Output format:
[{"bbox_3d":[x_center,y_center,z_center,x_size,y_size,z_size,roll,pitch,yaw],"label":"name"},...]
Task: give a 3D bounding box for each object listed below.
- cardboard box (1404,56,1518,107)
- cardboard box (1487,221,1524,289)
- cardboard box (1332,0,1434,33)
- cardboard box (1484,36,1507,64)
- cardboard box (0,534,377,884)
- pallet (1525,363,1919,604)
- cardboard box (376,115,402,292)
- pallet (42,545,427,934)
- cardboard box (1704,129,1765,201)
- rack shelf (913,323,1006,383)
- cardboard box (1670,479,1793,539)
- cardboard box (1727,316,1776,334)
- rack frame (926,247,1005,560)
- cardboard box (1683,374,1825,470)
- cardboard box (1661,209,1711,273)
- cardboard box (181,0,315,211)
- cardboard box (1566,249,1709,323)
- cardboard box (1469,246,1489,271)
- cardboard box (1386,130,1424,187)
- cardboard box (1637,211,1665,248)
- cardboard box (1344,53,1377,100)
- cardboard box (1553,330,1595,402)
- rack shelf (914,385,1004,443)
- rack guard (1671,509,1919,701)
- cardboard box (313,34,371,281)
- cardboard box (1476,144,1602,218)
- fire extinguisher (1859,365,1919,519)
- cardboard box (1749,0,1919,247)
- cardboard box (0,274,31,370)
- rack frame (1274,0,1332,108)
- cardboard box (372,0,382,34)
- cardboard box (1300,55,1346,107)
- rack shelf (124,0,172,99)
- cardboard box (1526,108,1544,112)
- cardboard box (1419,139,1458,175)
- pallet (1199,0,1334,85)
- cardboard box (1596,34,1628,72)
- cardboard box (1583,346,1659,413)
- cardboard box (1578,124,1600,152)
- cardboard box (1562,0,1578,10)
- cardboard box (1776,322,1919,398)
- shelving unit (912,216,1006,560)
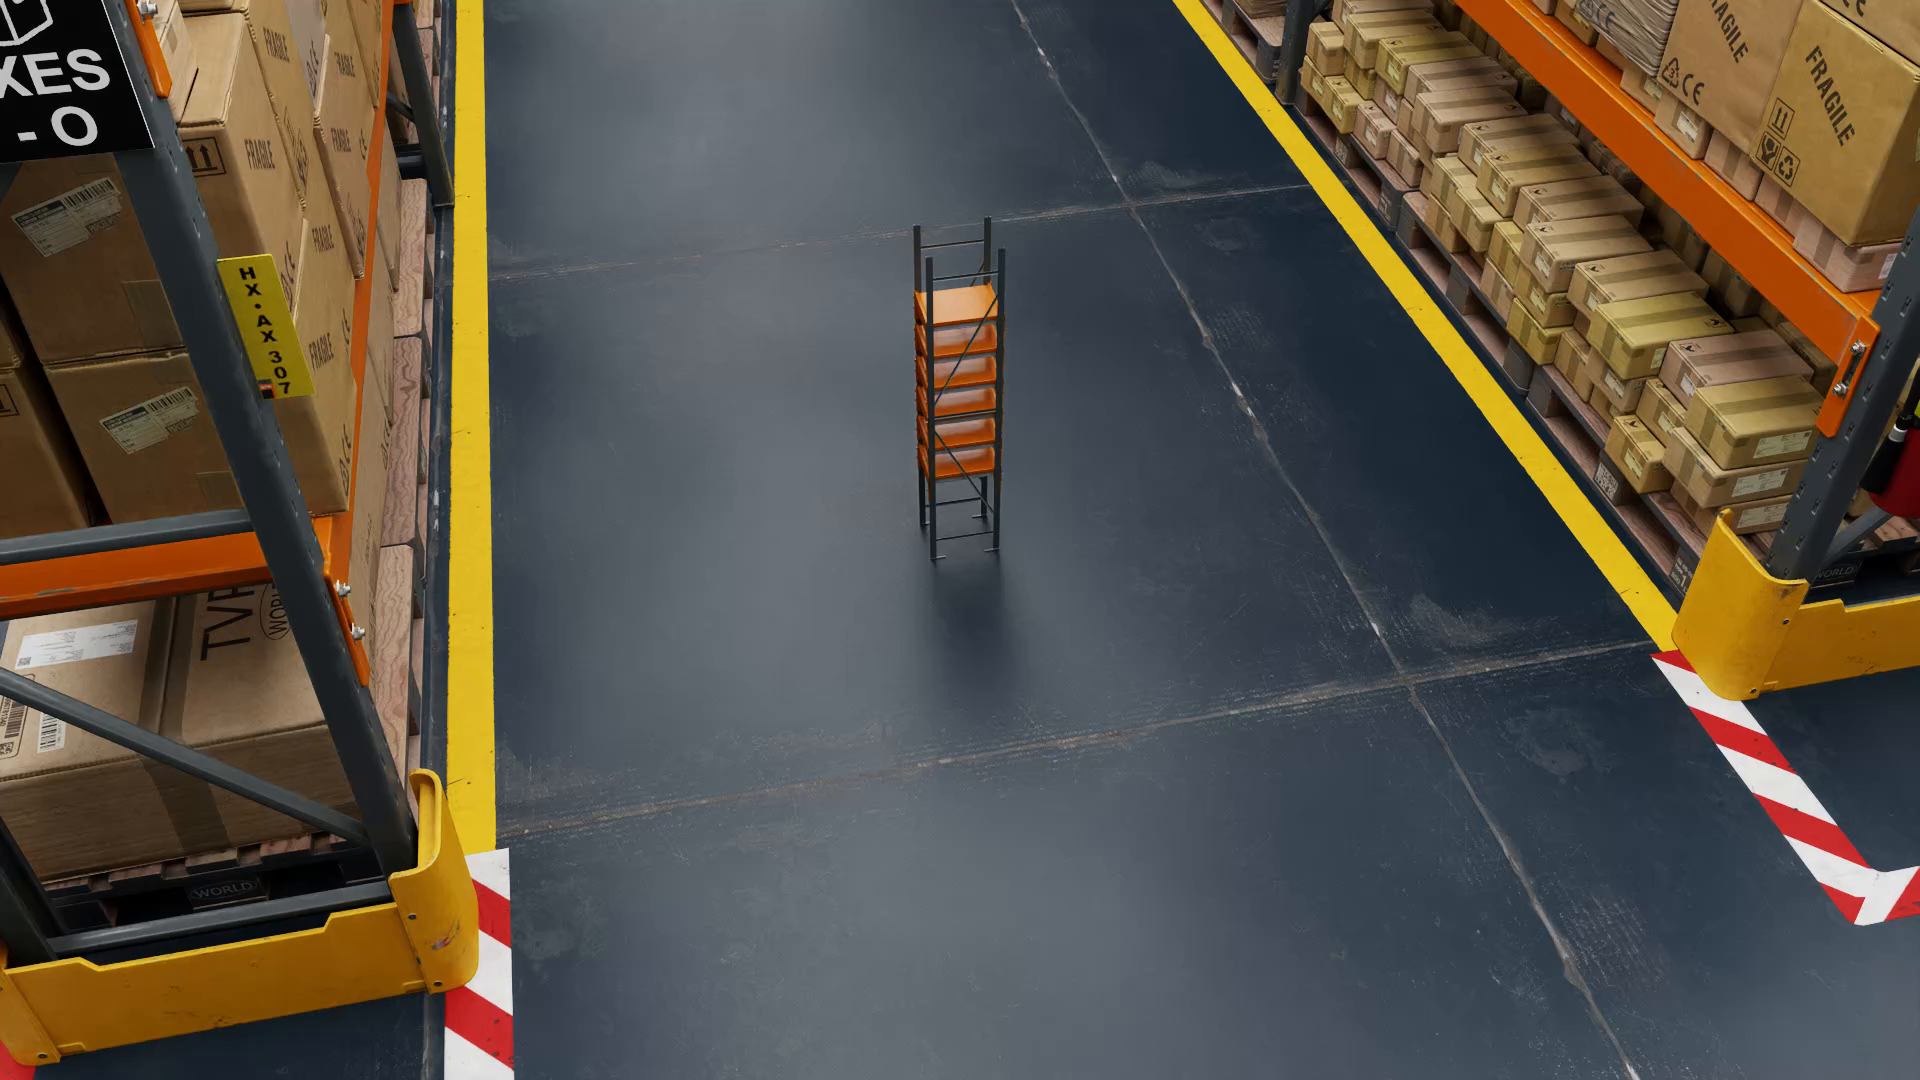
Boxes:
[{"bbox_3d":[2.110,-1.900,7.014,0.380,0.149,0.250,-9,42,-10],"label":"cardboard box"},{"bbox_3d":[2.250,-1.099,6.336,0.380,0.149,0.250,-6,42,-7],"label":"cardboard box"},{"bbox_3d":[1.927,-2.410,7.589,0.380,0.149,0.250,-7,42,-8],"label":"cardboard box"},{"bbox_3d":[2.540,-2.149,7.295,0.380,0.149,0.250,-9,42,-10],"label":"cardboard box"},{"bbox_3d":[-2.133,0.406,4.647,0.875,0.438,0.875,-10,43,-11],"label":"cardboard box"},{"bbox_3d":[2.761,-0.295,5.923,1.003,0.211,1.213,-8,42,-9],"label":"pallet"},{"bbox_3d":[-2.726,-1.351,6.627,0.875,0.438,0.875,-9,42,-10],"label":"cardboard box"},{"bbox_3d":[-2.142,0.554,4.967,1.003,0.211,1.213,-8,42,-9],"label":"pallet"},{"bbox_3d":[2.486,-1.161,4.987,0.380,0.149,0.250,-9,42,-10],"label":"cardboard box"},{"bbox_3d":[-0.003,-0.604,5.232,0.258,0.103,0.180,-8,42,-9],"label":"rack shelf"},{"bbox_3d":[2.601,-0.159,5.501,0.380,0.149,0.250,-8,42,-9],"label":"cardboard box"},{"bbox_3d":[2.913,-0.667,5.849,0.380,0.149,0.250,-8,42,-9],"label":"cardboard box"},{"bbox_3d":[0.017,-0.399,5.295,0.240,1.200,0.006,-8,42,-9],"label":"rack frame"},{"bbox_3d":[2.557,-0.377,5.298,0.380,0.149,0.250,-8,42,-9],"label":"cardboard box"},{"bbox_3d":[2.846,-1.132,6.148,0.380,0.149,0.250,-7,42,-8],"label":"cardboard box"},{"bbox_3d":[-1.837,-1.079,3.878,0.500,0.500,0.500,-9,42,-10],"label":"cardboard box"},{"bbox_3d":[2.385,-0.875,5.859,0.380,0.149,0.250,-10,43,-11],"label":"cardboard box"},{"bbox_3d":[2.271,-1.164,6.633,0.380,0.149,0.250,-7,42,-8],"label":"cardboard box"},{"bbox_3d":[2.085,-1.675,7.209,0.380,0.149,0.250,-9,42,-10],"label":"cardboard box"},{"bbox_3d":[2.714,-1.177,6.424,0.380,0.149,0.250,-6,42,-7],"label":"cardboard box"},{"bbox_3d":[1.963,-2.120,7.486,0.380,0.149,0.250,-8,42,-9],"label":"cardboard box"},{"bbox_3d":[2.408,-0.653,6.057,0.380,0.149,0.250,-8,42,-9],"label":"cardboard box"},{"bbox_3d":[-0.003,-0.425,5.392,0.258,0.103,0.180,-8,42,-9],"label":"rack shelf"},{"bbox_3d":[2.902,0.129,5.228,1.175,0.500,0.348,-8,42,-9],"label":"rack guard"},{"bbox_3d":[-1.945,-1.028,4.573,0.500,0.500,0.500,-9,42,-10],"label":"cardboard box"},{"bbox_3d":[2.239,-1.393,6.443,0.380,0.149,0.250,-8,42,-9],"label":"cardboard box"},{"bbox_3d":[2.522,-0.359,4.234,0.296,0.674,0.183,-8,42,-9],"label":"fire extinguisher"},{"bbox_3d":[2.570,-1.160,4.498,0.500,0.500,0.500,-8,42,-8],"label":"cardboard box"},{"bbox_3d":[-2.230,-0.672,3.419,0.500,0.500,0.500,-7,42,-8],"label":"cardboard box"},{"bbox_3d":[2.055,-3.350,7.264,1.000,3.000,0.127,-8,42,-9],"label":"rack frame"},{"bbox_3d":[-2.290,-2.016,5.686,0.500,0.500,0.500,-9,42,-10],"label":"cardboard box"},{"bbox_3d":[1.820,-2.159,7.753,0.380,0.149,0.250,-10,43,-11],"label":"cardboard box"},{"bbox_3d":[-2.325,-2.131,4.174,1.077,0.370,4.000,-8,42,-9],"label":"rack shelf"},{"bbox_3d":[2.537,-1.872,7.206,0.380,0.149,0.250,-8,42,-9],"label":"cardboard box"},{"bbox_3d":[2.143,-1.610,6.911,0.380,0.149,0.250,-7,42,-7],"label":"cardboard box"},{"bbox_3d":[1.885,-2.811,8.758,1.003,0.211,1.213,-8,42,-9],"label":"pallet"},{"bbox_3d":[2.380,-1.681,5.574,0.380,0.149,0.250,-10,43,-11],"label":"cardboard box"},{"bbox_3d":[2.412,-0.597,5.770,0.380,0.149,0.250,-10,43,-11],"label":"cardboard box"},{"bbox_3d":[2.739,-1.635,6.715,0.380,0.149,0.250,-10,43,-11],"label":"cardboard box"},{"bbox_3d":[2.248,-2.146,5.609,0.500,0.500,0.500,-6,42,-7],"label":"cardboard box"},{"bbox_3d":[2.960,-0.620,5.572,0.380,0.149,0.250,-8,42,-9],"label":"cardboard box"},{"bbox_3d":[-0.003,-0.458,5.362,0.258,1.200,0.189,-8,42,-9],"label":"shelving unit"}]
